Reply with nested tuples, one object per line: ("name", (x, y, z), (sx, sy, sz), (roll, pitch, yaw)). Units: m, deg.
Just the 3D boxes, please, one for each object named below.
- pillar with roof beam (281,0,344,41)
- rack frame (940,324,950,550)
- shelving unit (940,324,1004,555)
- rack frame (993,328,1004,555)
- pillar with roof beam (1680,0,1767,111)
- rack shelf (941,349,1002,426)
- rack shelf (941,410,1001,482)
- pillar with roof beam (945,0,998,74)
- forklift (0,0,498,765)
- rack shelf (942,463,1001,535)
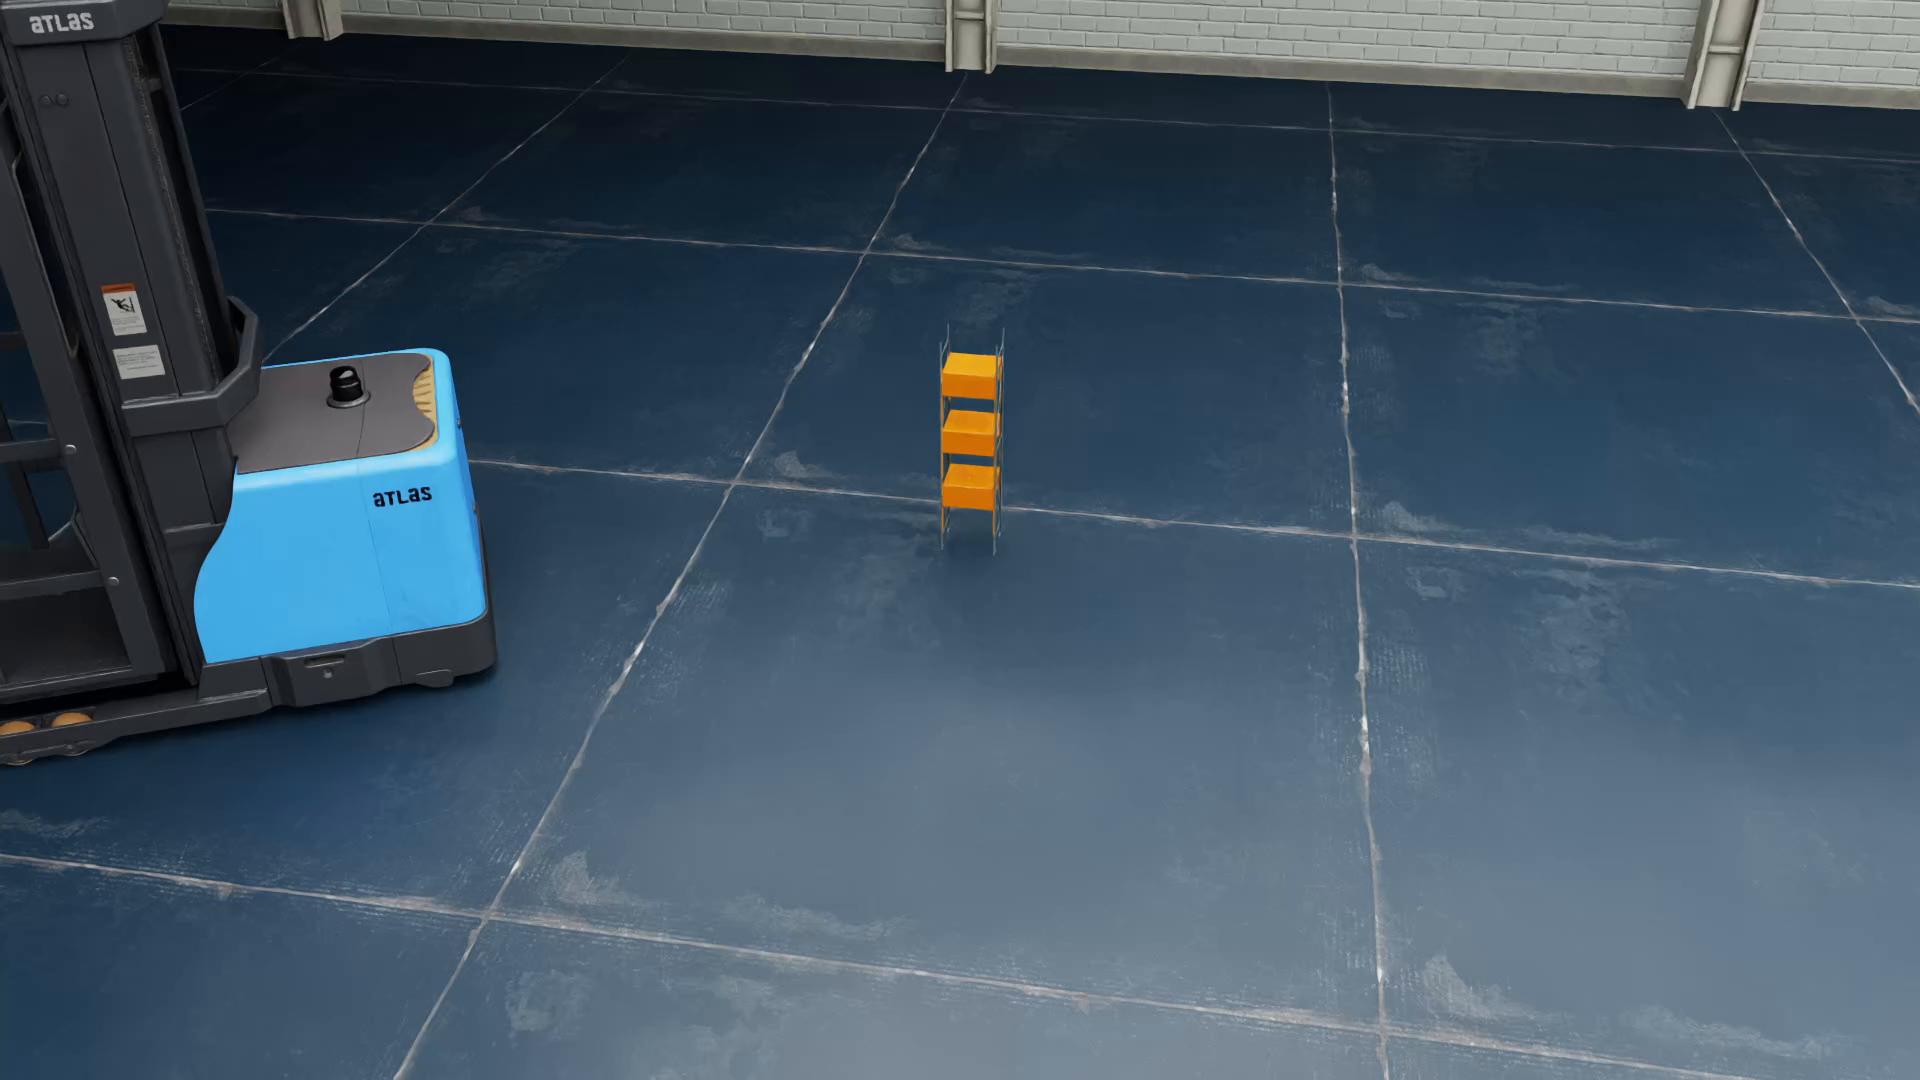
("pillar with roof beam", (-6.544, -6.134, 9.069), (0.400, 9.000, 9.100), (5, 32, 8))
("rack frame", (-0.068, -0.451, 7.481), (0.008, 1.050, 0.200), (5, 32, 8))
("shelving unit", (0.053, -0.440, 7.464), (0.252, 1.050, 0.215), (5, 32, 8))
("rack frame", (0.173, -0.429, 7.446), (0.008, 1.050, 0.200), (5, 32, 8))
("pillar with roof beam", (5.285, -5.063, 7.357), (0.400, 9.000, 9.100), (5, 32, 8))
("rack shelf", (0.053, -0.672, 7.319), (0.240, 0.259, 0.215), (5, 32, 8))
("rack shelf", (0.053, -0.431, 7.469), (0.240, 0.259, 0.215), (5, 32, 8))
("pillar with roof beam", (-0.629, -5.599, 8.213), (0.400, 9.000, 9.100), (5, 32, 8))
("forklift", (-3.480, -0.693, 6.095), (3.031, 2.935, 1.130), (-9, 33, -14))
("rack shelf", (0.053, -0.196, 7.617), (0.240, 0.259, 0.215), (5, 32, 8))
